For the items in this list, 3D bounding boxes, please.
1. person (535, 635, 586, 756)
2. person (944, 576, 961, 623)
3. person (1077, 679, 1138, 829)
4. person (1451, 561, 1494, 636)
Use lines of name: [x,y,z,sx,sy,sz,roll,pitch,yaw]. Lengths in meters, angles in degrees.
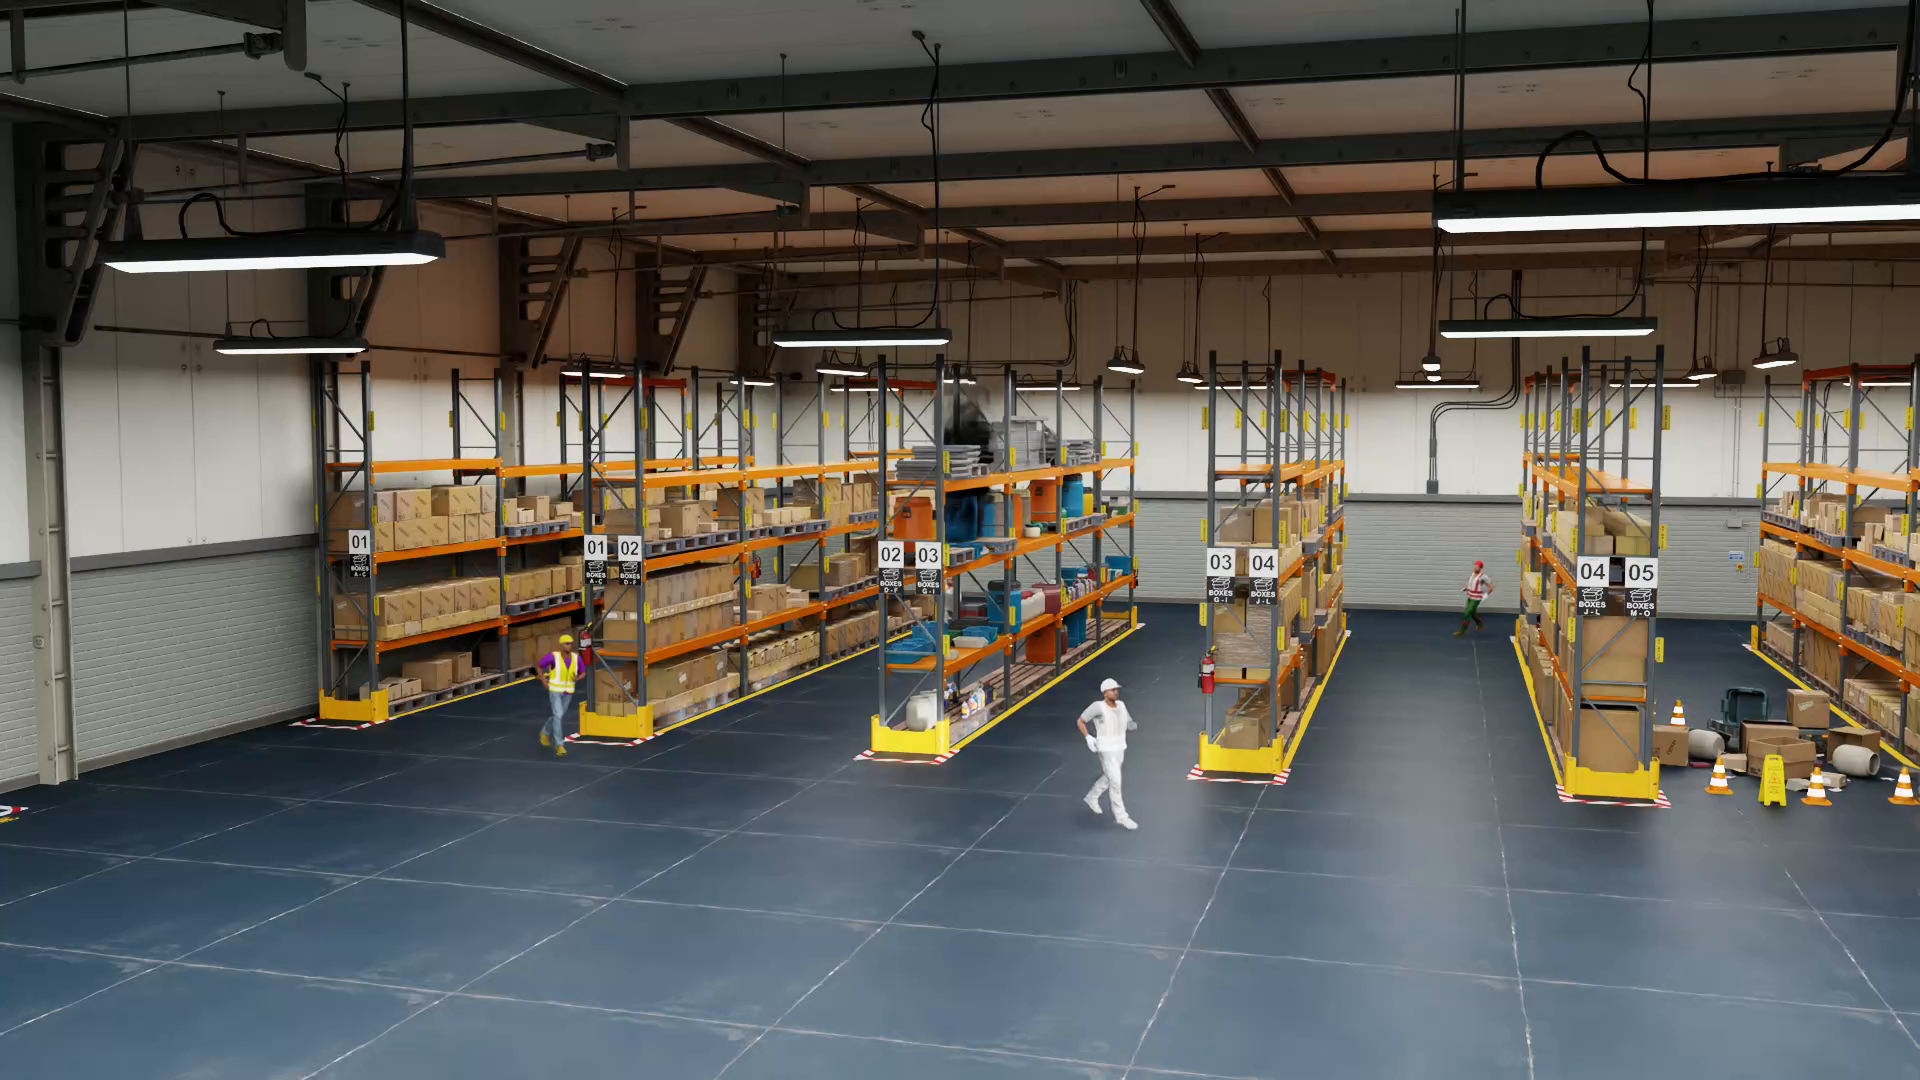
person: [-6.048,2.321,25.328,0.722,1.764,0.921,-4,5,-41]
person: [-0.221,1.578,36.655,0.510,1.643,0.737,0,4,4]
person: [1.871,2.608,20.635,0.681,1.781,0.980,-4,6,-43]
person: [11.917,1.353,38.514,0.987,1.752,0.716,-2,4,-21]
